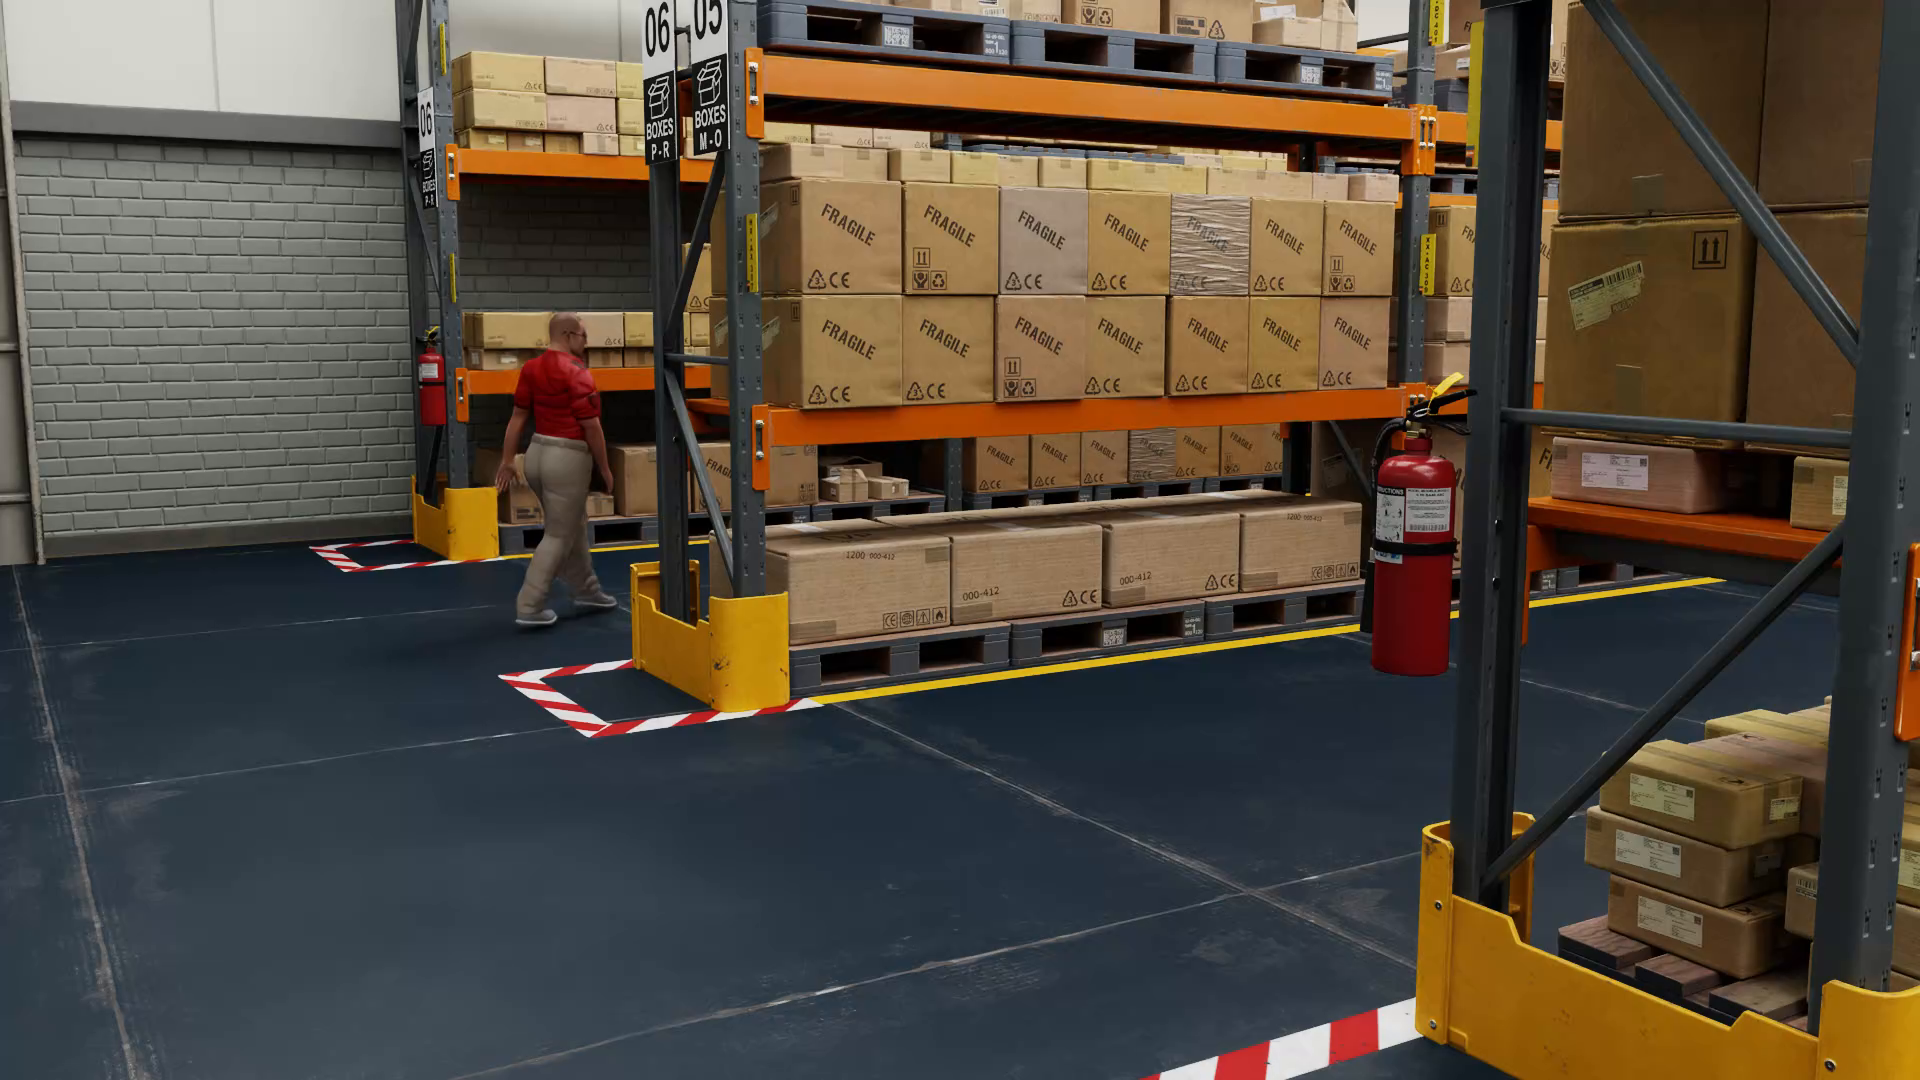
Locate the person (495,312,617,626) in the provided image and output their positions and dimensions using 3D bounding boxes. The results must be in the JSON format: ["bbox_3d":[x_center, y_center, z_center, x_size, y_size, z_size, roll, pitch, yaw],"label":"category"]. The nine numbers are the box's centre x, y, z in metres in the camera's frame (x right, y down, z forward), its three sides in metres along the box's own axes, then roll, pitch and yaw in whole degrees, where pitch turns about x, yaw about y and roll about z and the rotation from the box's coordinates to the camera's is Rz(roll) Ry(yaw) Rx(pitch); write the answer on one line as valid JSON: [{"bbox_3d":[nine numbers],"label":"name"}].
[{"bbox_3d":[-2.127,-0.399,9.135,0.641,1.696,0.829,7,11,40],"label":"person"}]
